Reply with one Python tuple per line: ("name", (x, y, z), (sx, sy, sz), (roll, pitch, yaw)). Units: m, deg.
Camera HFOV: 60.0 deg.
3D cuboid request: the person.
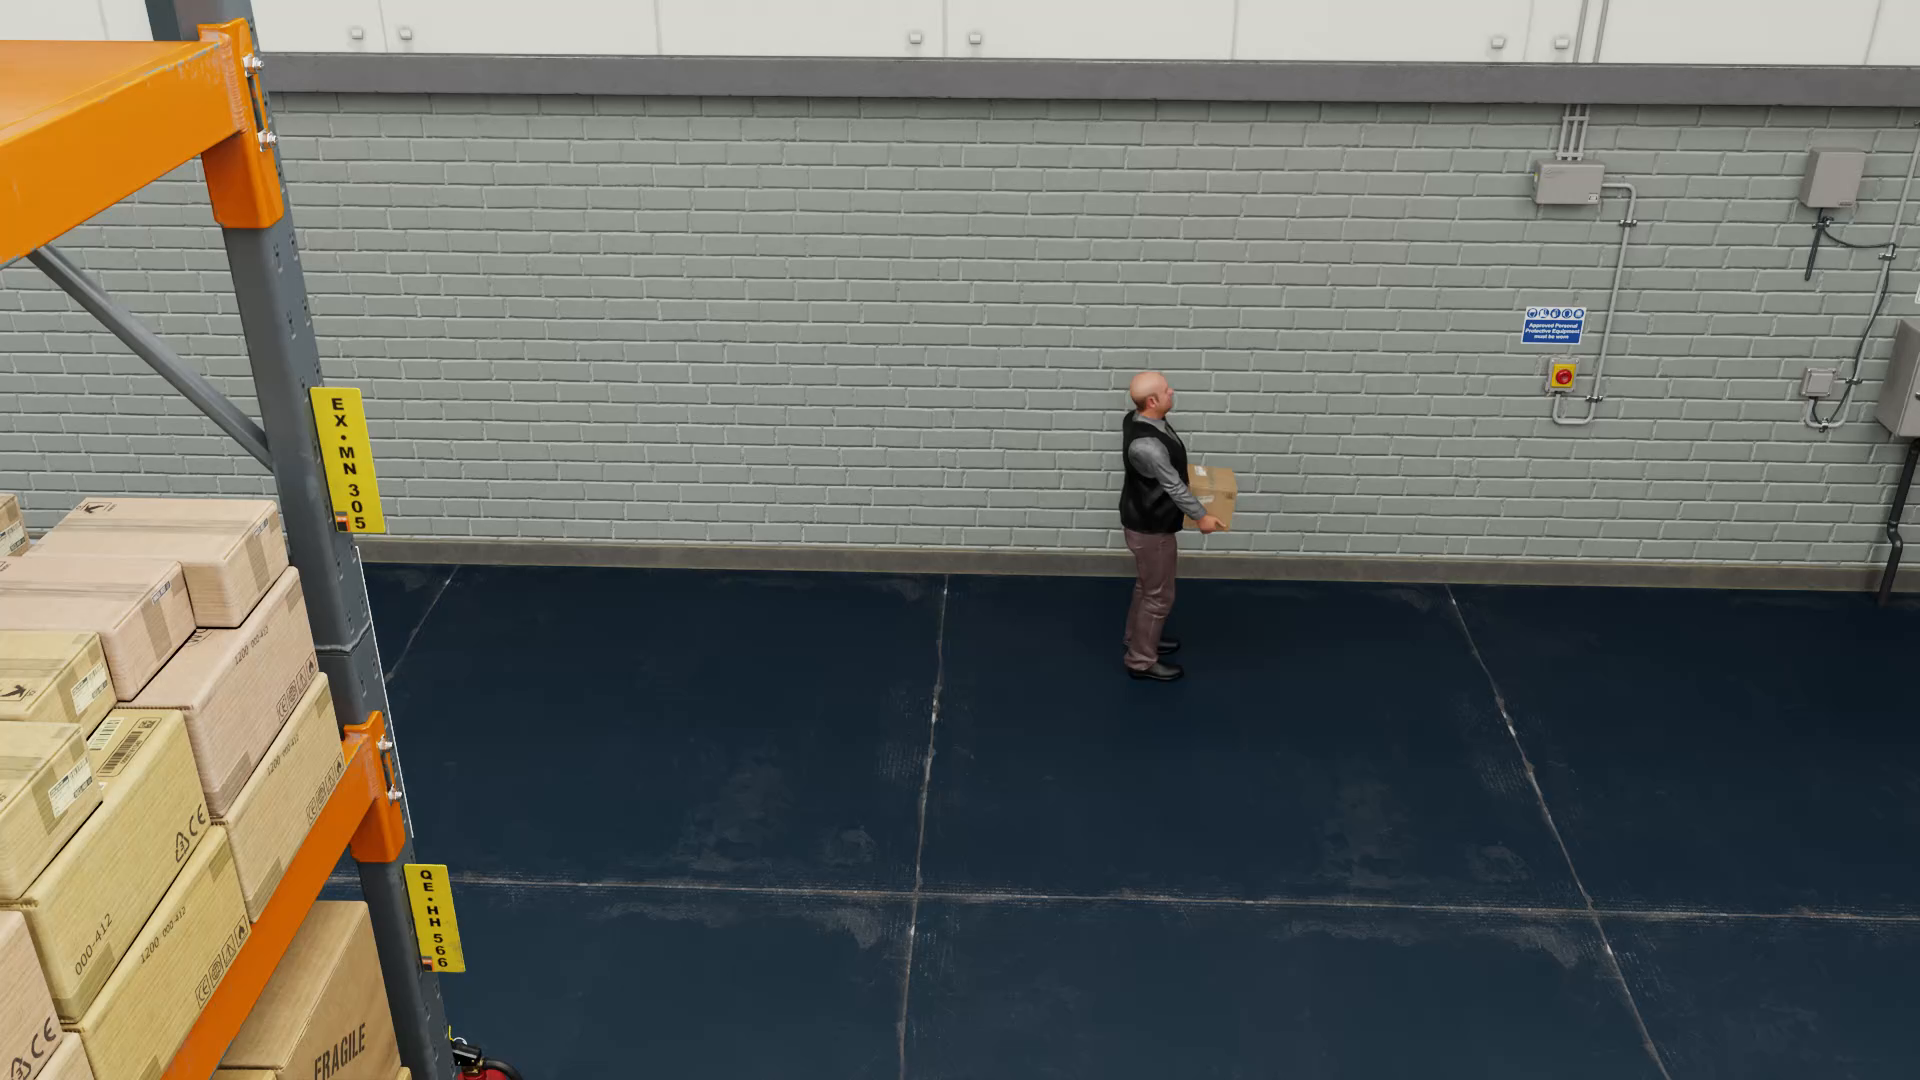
("person", (1.112, -0.087, 8.819), (0.550, 1.714, 0.496), (1, 28, 2))
